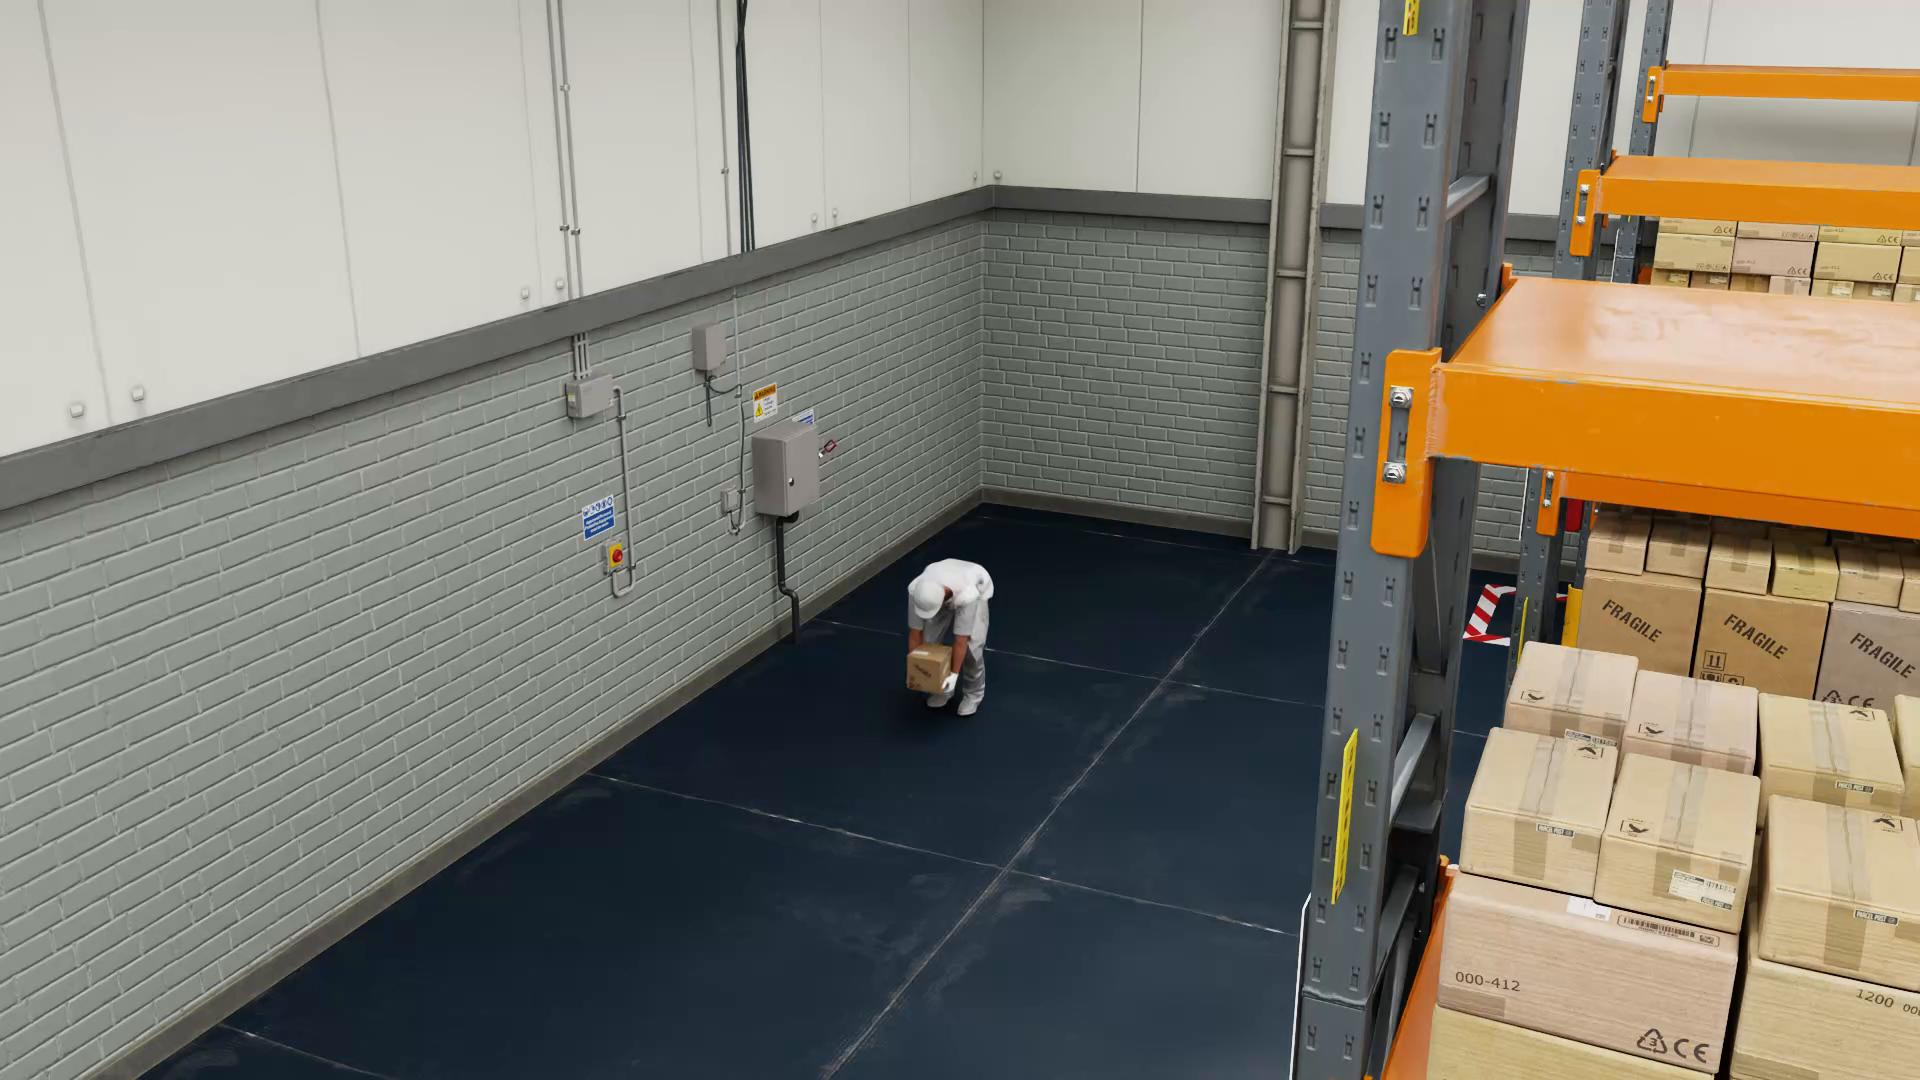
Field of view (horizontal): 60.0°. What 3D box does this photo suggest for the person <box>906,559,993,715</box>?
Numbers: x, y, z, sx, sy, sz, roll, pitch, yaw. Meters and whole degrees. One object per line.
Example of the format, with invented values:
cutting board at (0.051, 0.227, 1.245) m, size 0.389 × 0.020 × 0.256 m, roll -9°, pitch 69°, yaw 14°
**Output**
person at (-0.079, 0.685, 11.505) m, size 0.528 × 1.147 × 0.970 m, roll 7°, pitch 20°, yaw 20°
